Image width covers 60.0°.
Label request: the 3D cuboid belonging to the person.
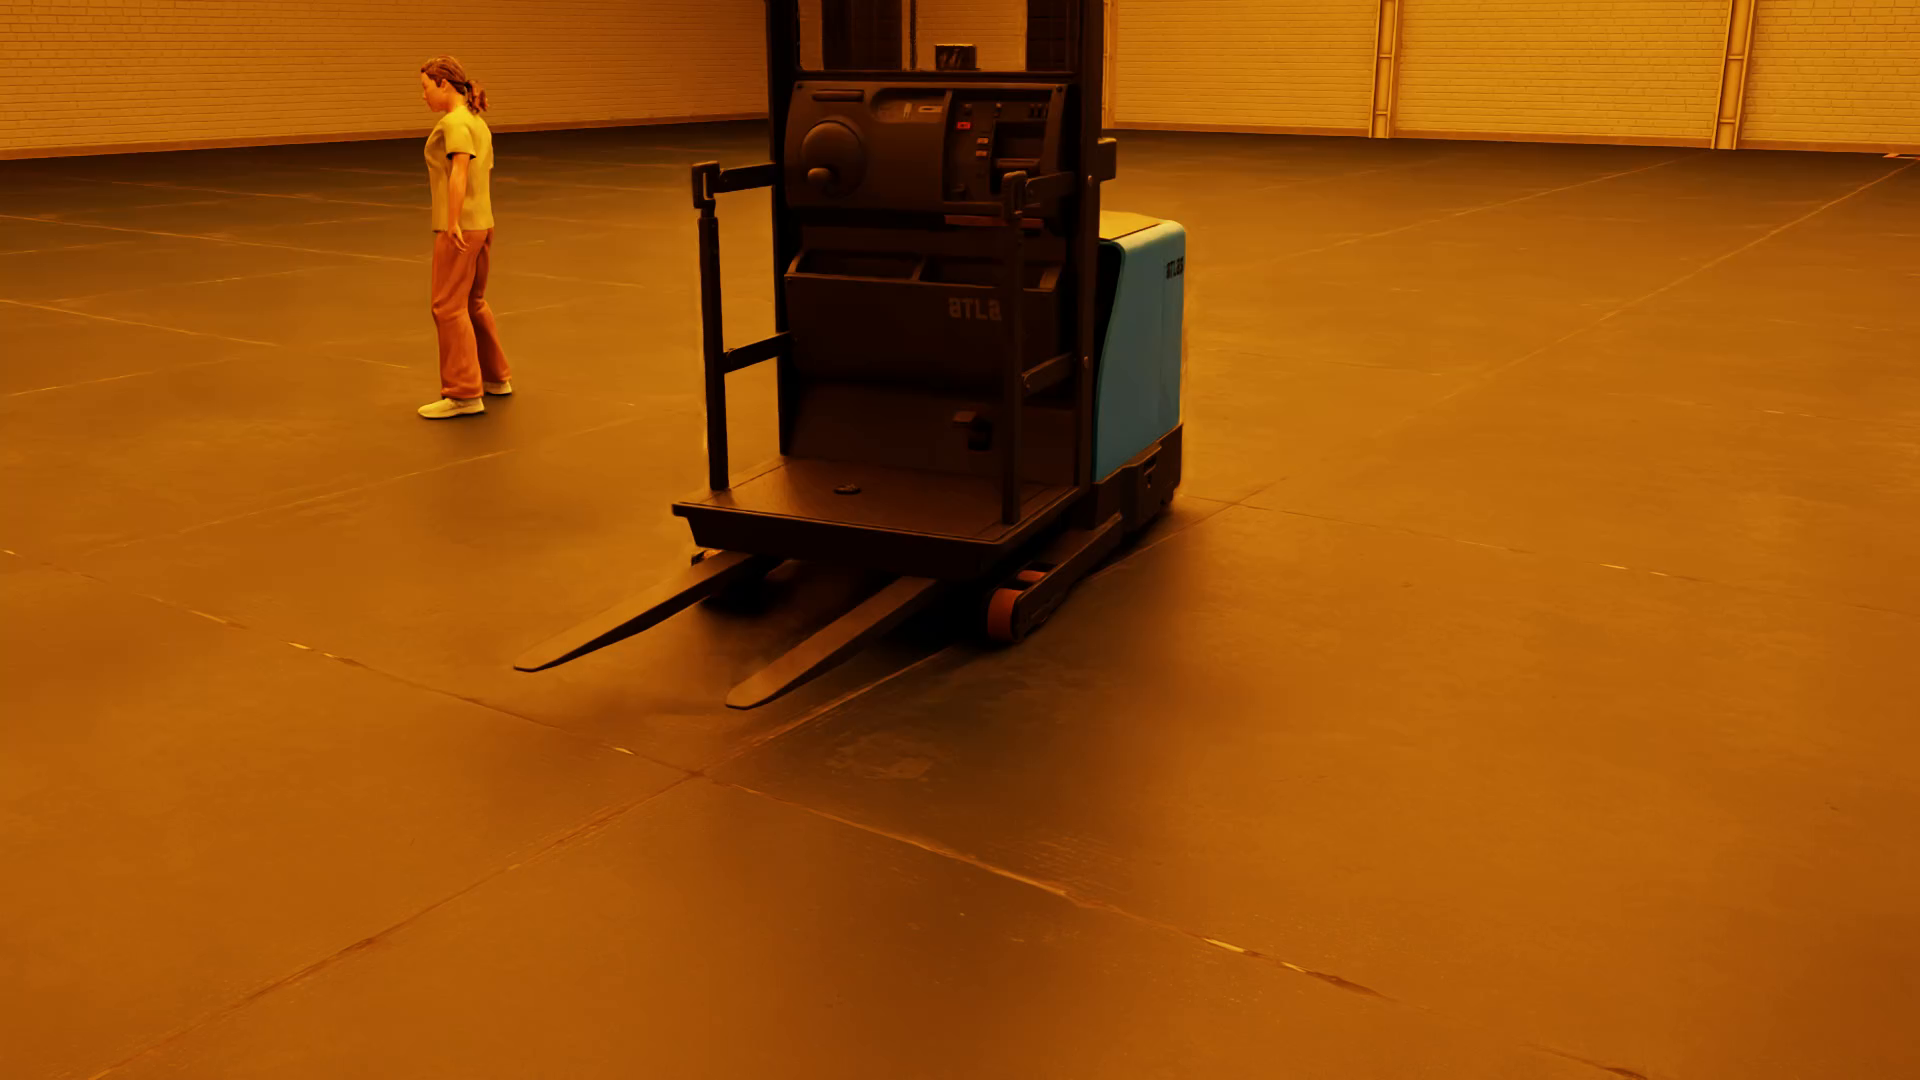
[{"bbox_3d":[-2.394,-1.470,7.985,0.340,1.655,0.787,0,17,0],"label":"person"}]

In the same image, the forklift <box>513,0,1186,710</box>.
[{"bbox_3d":[-0.200,-1.235,4.964,1.130,2.935,3.031,7,18,22],"label":"forklift"}]
